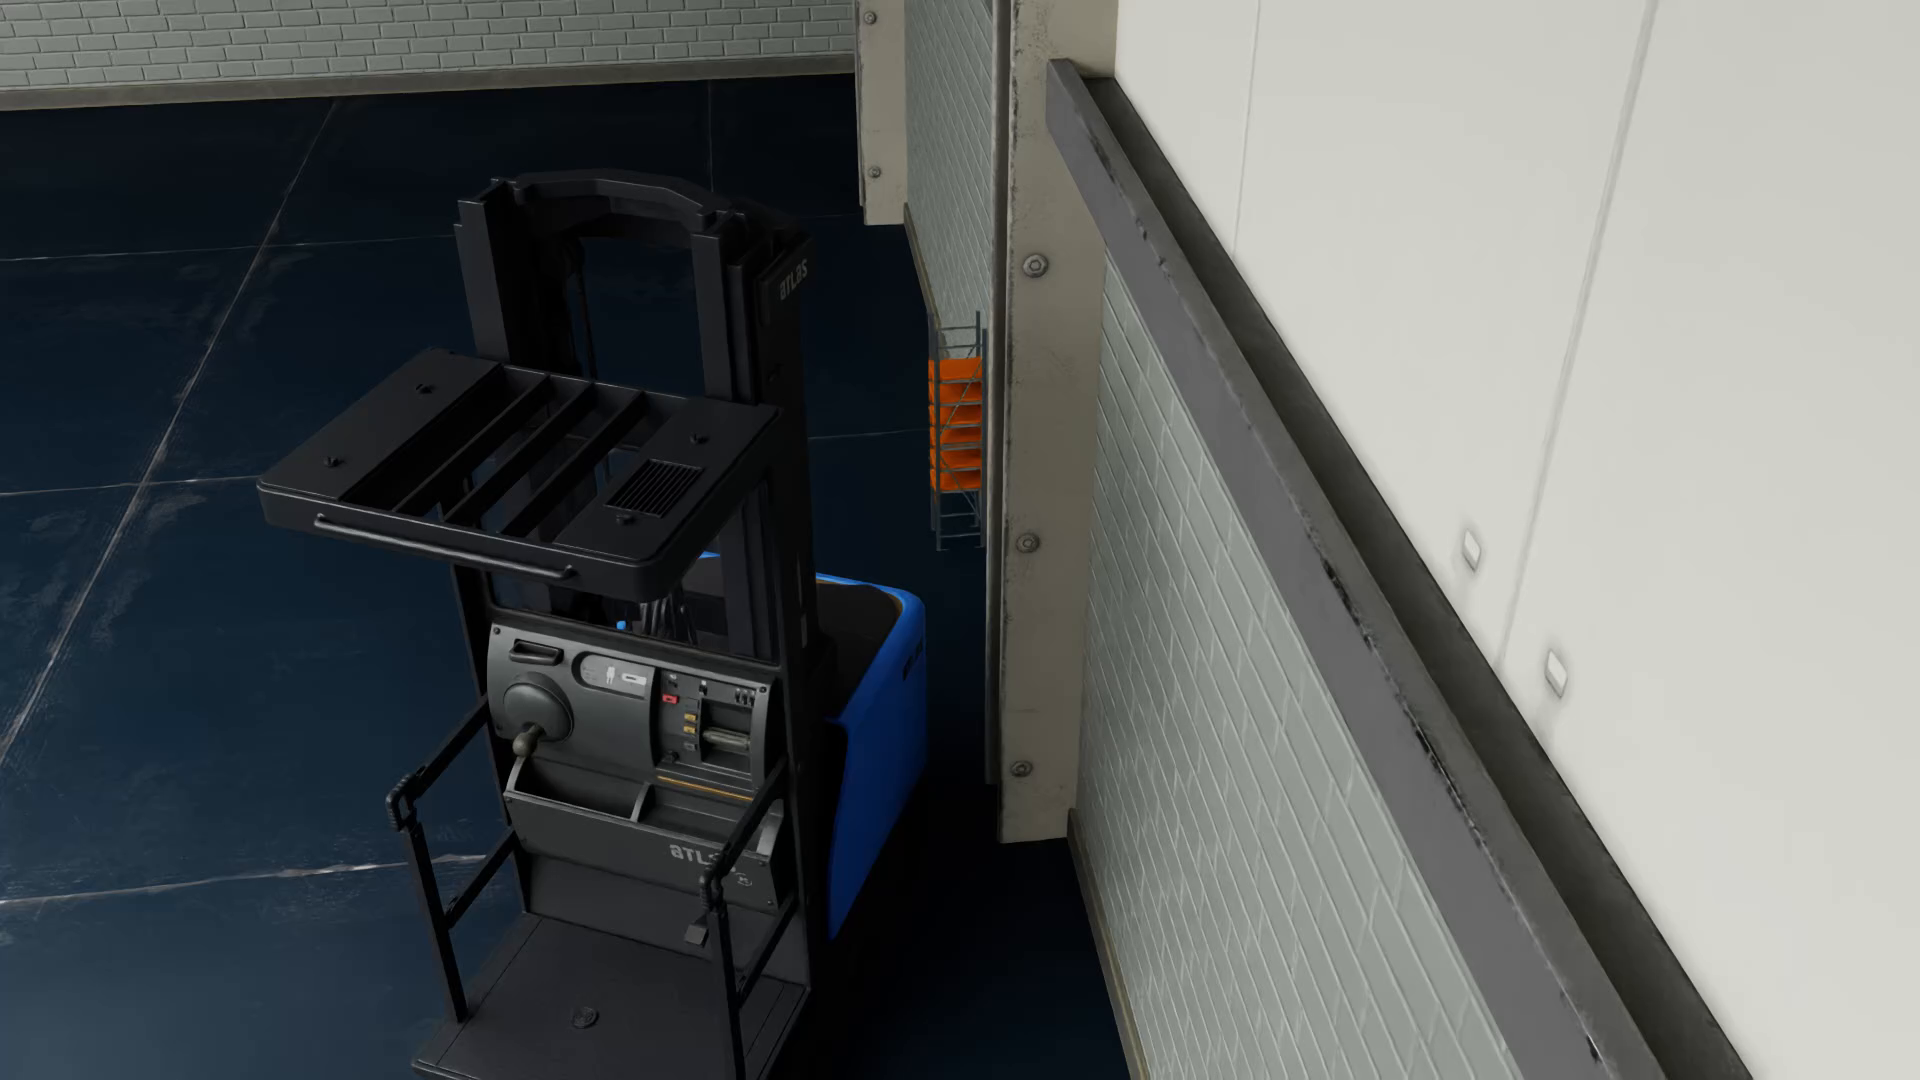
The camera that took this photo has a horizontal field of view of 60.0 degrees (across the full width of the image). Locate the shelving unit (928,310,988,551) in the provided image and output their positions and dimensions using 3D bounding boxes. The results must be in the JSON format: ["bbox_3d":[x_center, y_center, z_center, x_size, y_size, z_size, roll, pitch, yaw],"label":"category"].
[{"bbox_3d":[-0.011,-0.502,7.921,0.258,1.200,0.189,-5,35,-7],"label":"shelving unit"}]

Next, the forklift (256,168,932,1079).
[{"bbox_3d":[-1.063,0.569,4.812,1.130,2.935,3.031,11,36,15],"label":"forklift"}]

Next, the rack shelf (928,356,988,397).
[{"bbox_3d":[-0.011,-0.763,7.743,0.258,0.103,0.180,-5,35,-7],"label":"rack shelf"}]

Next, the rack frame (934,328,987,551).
[{"bbox_3d":[0.003,-0.451,7.846,0.240,1.200,0.006,-5,35,-7],"label":"rack frame"}]

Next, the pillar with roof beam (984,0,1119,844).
[{"bbox_3d":[-3.988,-2.327,3.674,9.100,9.000,0.400,-4,35,-6],"label":"pillar with roof beam"}]

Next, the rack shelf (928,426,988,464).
[{"bbox_3d":[-0.011,-0.465,7.946,0.258,0.103,0.180,-5,35,-7],"label":"rack shelf"}]

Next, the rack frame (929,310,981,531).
[{"bbox_3d":[-0.024,-0.553,7.996,0.240,1.200,0.006,-5,35,-7],"label":"rack frame"}]

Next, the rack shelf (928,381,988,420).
[{"bbox_3d":[-0.011,-0.663,7.811,0.258,0.103,0.180,-5,35,-7],"label":"rack shelf"}]

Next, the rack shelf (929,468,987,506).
[{"bbox_3d":[-0.011,-0.267,8.081,0.258,0.103,0.180,-5,35,-7],"label":"rack shelf"}]

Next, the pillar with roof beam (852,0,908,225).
[{"bbox_3d":[-4.795,-5.675,8.587,9.100,9.000,0.400,-4,35,-6],"label":"pillar with roof beam"}]

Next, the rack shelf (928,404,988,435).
[{"bbox_3d":[-0.011,-0.564,7.878,0.258,0.103,0.180,-5,35,-7],"label":"rack shelf"}]

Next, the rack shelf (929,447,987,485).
[{"bbox_3d":[-0.011,-0.366,8.014,0.258,0.103,0.180,-5,35,-7],"label":"rack shelf"}]
